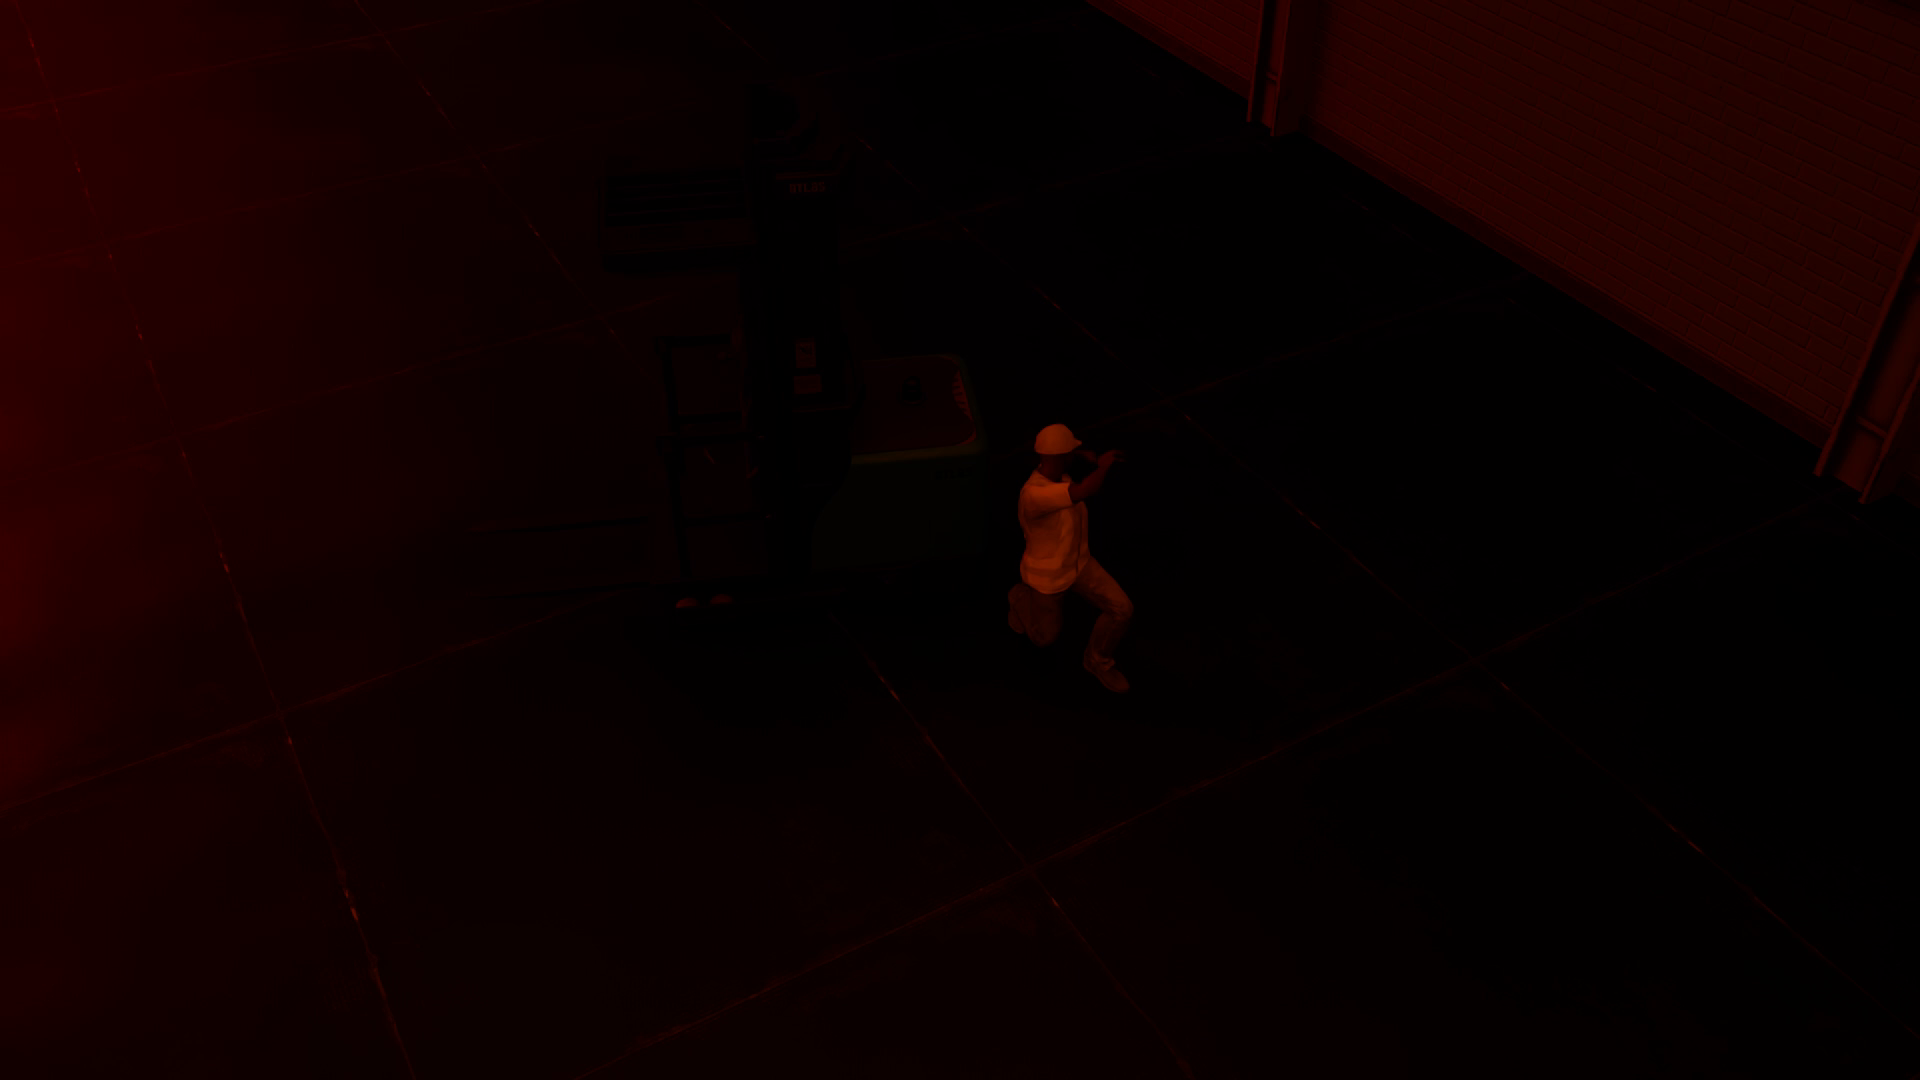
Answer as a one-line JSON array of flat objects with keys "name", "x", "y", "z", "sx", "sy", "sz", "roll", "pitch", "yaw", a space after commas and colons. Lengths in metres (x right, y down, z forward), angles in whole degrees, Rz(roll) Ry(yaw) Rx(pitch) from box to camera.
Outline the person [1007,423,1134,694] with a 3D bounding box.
[{"name": "person", "x": 0.751, "y": -0.026, "z": 9.212, "sx": 0.962, "sy": 1.465, "sz": 1.002, "roll": 31, "pitch": 49, "yaw": 32}]

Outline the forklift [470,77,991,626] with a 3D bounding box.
[{"name": "forklift", "x": -1.382, "y": -0.990, "z": 9.229, "sx": 3.031, "sy": 2.935, "sz": 1.130, "roll": -6, "pitch": 40, "yaw": -7}]
